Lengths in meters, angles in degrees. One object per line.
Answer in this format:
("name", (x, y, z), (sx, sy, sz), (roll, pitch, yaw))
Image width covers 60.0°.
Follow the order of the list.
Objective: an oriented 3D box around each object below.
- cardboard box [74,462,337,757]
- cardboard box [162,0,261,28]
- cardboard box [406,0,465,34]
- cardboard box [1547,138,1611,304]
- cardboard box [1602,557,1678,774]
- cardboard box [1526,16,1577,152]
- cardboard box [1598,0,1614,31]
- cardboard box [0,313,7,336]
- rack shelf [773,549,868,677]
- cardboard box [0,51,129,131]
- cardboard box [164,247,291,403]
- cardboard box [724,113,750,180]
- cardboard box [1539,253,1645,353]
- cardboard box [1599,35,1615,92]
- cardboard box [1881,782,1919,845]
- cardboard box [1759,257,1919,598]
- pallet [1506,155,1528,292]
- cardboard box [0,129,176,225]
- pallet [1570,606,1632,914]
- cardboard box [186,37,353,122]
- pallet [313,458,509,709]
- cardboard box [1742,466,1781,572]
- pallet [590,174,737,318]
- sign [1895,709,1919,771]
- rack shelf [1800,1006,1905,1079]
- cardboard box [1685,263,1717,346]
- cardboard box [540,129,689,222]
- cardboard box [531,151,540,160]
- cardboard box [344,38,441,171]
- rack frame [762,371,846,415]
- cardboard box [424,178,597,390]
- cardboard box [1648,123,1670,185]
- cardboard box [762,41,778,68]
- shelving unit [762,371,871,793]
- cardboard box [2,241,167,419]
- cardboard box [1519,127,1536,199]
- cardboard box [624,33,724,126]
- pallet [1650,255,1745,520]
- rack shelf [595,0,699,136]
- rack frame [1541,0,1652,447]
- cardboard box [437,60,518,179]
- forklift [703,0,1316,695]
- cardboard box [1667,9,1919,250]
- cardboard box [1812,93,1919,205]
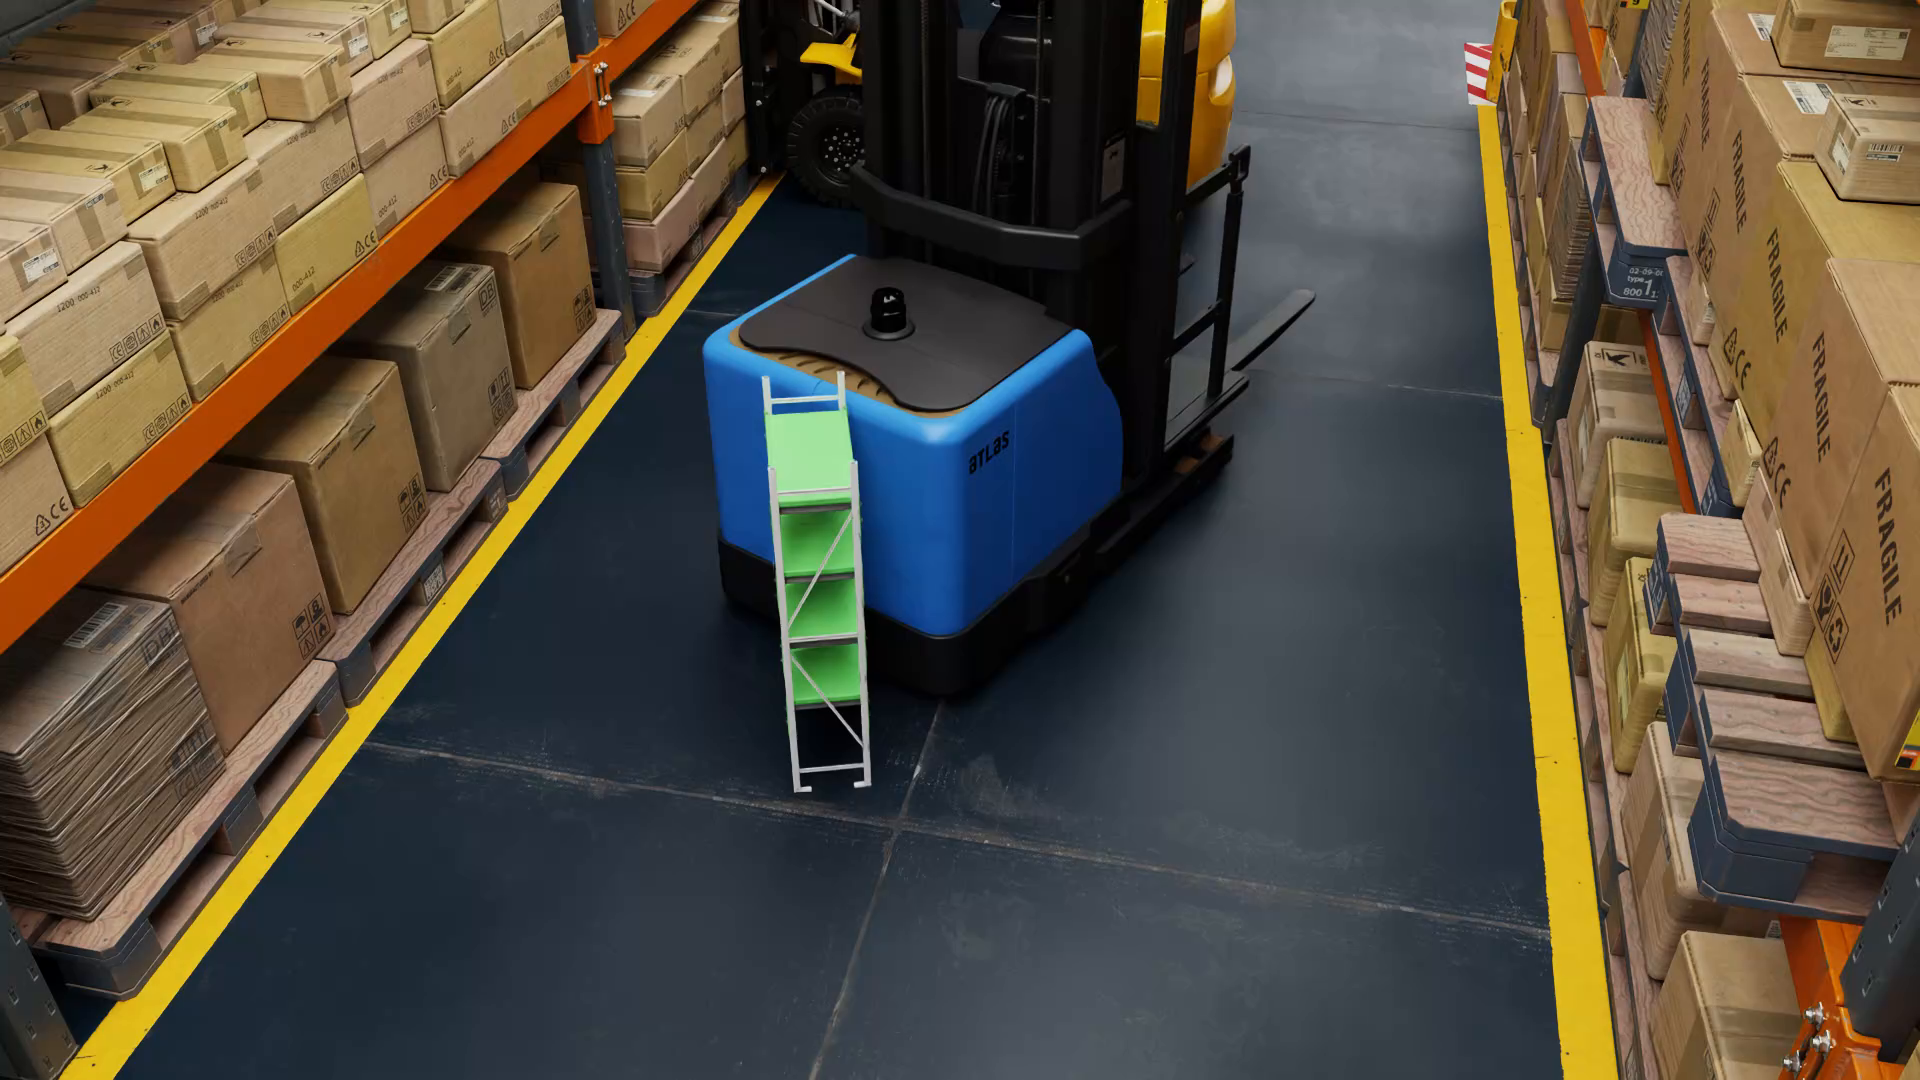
("cardboard box", (-2.546, 0.164, 5.134), (0.875, 0.625, 0.625), (8, 37, 11))
("cardboard box", (-2.530, -1.739, 5.456), (0.380, 0.149, 0.250), (7, 37, 10))
("cardboard box", (-1.894, -1.818, 5.564), (0.380, 0.149, 0.250), (6, 36, 9))
("cardboard box", (2.744, -1.303, 6.838), (0.500, 0.500, 0.500), (7, 36, 9))
("cardboard box", (2.473, 0.437, 4.973), (0.950, 0.372, 0.625), (8, 37, 12))
("cardboard box", (3.064, -2.195, 8.068), (0.500, 0.500, 0.500), (8, 37, 11))
("cardboard box", (2.835, -2.312, 6.546), (0.500, 0.500, 0.500), (9, 37, 12))
("cardboard box", (-2.413, -0.499, 3.744), (0.380, 0.149, 0.250), (8, 37, 11))
("rack shelf", (-0.428, 0.195, 5.067), (0.258, 0.148, 0.480), (-4, 36, -6))
("cardboard box", (-2.644, -1.294, 4.841), (0.380, 0.149, 0.250), (8, 37, 11))
("cardboard box", (-2.276, -0.643, 4.709), (0.500, 0.250, 0.500), (6, 36, 8))
("cardboard box", (-1.356, -2.072, 8.538), (0.500, 0.250, 0.500), (8, 37, 11))
("cardboard box", (2.743, -0.999, 7.057), (0.500, 0.250, 0.500), (9, 37, 12))
("cardboard box", (2.697, -1.834, 6.439), (0.380, 0.149, 0.250), (8, 37, 11))
("cardboard box", (1.865, 0.438, 2.946), (0.380, 0.149, 0.250), (9, 37, 12))
("cardboard box", (1.950, -0.201, 3.274), (0.500, 0.500, 0.500), (7, 36, 9))
("pallet", (3.247, -1.532, 8.183), (1.003, 0.211, 1.213), (7, 37, 10))
("cardboard box", (-2.316, -0.948, 4.364), (0.380, 0.149, 0.250), (8, 37, 10))
("pallet", (2.456, 0.708, 5.094), (1.003, 0.211, 1.213), (7, 37, 10))
("cardboard box", (-2.052, -1.371, 4.948), (0.380, 0.149, 0.250), (6, 36, 9))
("pallet", (-2.348, 0.068, 5.976), (1.003, 0.211, 1.213), (7, 37, 10))
("cardboard box", (1.923, -0.018, 3.575), (0.380, 0.149, 0.250), (6, 36, 8))
("pallet", (-1.760, -1.511, 8.155), (1.003, 0.211, 1.213), (7, 37, 10))
("sign", (1.493, 0.224, 2.465), (0.100, 0.325, 0.005), (7, 37, 10))
("rack shelf", (1.598, 2.162, 1.325), (1.077, 0.370, 4.000), (7, 37, 10))
("cardboard box", (2.147, -0.617, 4.401), (0.380, 0.149, 0.250), (9, 37, 12))
("cardboard box", (-1.566, -1.687, 7.581), (0.500, 0.250, 0.500), (7, 37, 10))
("cardboard box", (-2.054, -1.958, 7.528), (0.500, 0.250, 0.500), (8, 37, 11))
("cardboard box", (-2.043, -1.430, 5.368), (0.500, 0.250, 0.500), (8, 37, 11))
("rack frame", (-0.460, 0.002, 5.225), (0.240, 1.200, 0.015), (-4, 36, -6))
("cardboard box", (-2.071, -1.098, 6.874), (0.875, 0.625, 0.625), (9, 37, 12))
("cardboard box", (2.391, -1.219, 5.232), (0.380, 0.149, 0.250), (8, 37, 11))
("cardboard box", (-1.233, -2.553, 8.775), (0.500, 0.250, 0.500), (7, 37, 10))
("shelving unit", (-0.428, 0.144, 5.029), (0.258, 1.200, 0.503), (-4, 36, -6))
("cardboard box", (-2.383, -0.549, 4.153), (0.500, 0.250, 0.500), (8, 37, 11))
("cardboard box", (3.071, -1.886, 8.281), (0.500, 0.250, 0.500), (10, 37, 13))
("cardboard box", (-1.442, -2.181, 7.836), (0.500, 0.250, 0.500), (7, 37, 10))
("pallet", (2.408, -0.339, 4.325), (1.003, 0.211, 1.213), (7, 37, 10))
("rack shelf", (-1.543, -3.045, 8.508), (1.077, 0.370, 4.000), (7, 37, 10))
("rack frame", (2.879, -1.570, 5.860), (1.000, 3.000, 0.127), (7, 37, 10))
("cardboard box", (-1.925, -1.518, 5.917), (0.500, 0.250, 0.500), (7, 37, 10))
("forklift", (0.426, -1.497, 5.818), (1.130, 2.935, 3.031), (23, 42, 28))
("cardboard box", (2.274, -1.099, 4.513), (0.500, 0.500, 0.500), (7, 37, 10))
("cardboard box", (2.099, -0.843, 3.608), (0.380, 0.149, 0.250), (6, 36, 8))
